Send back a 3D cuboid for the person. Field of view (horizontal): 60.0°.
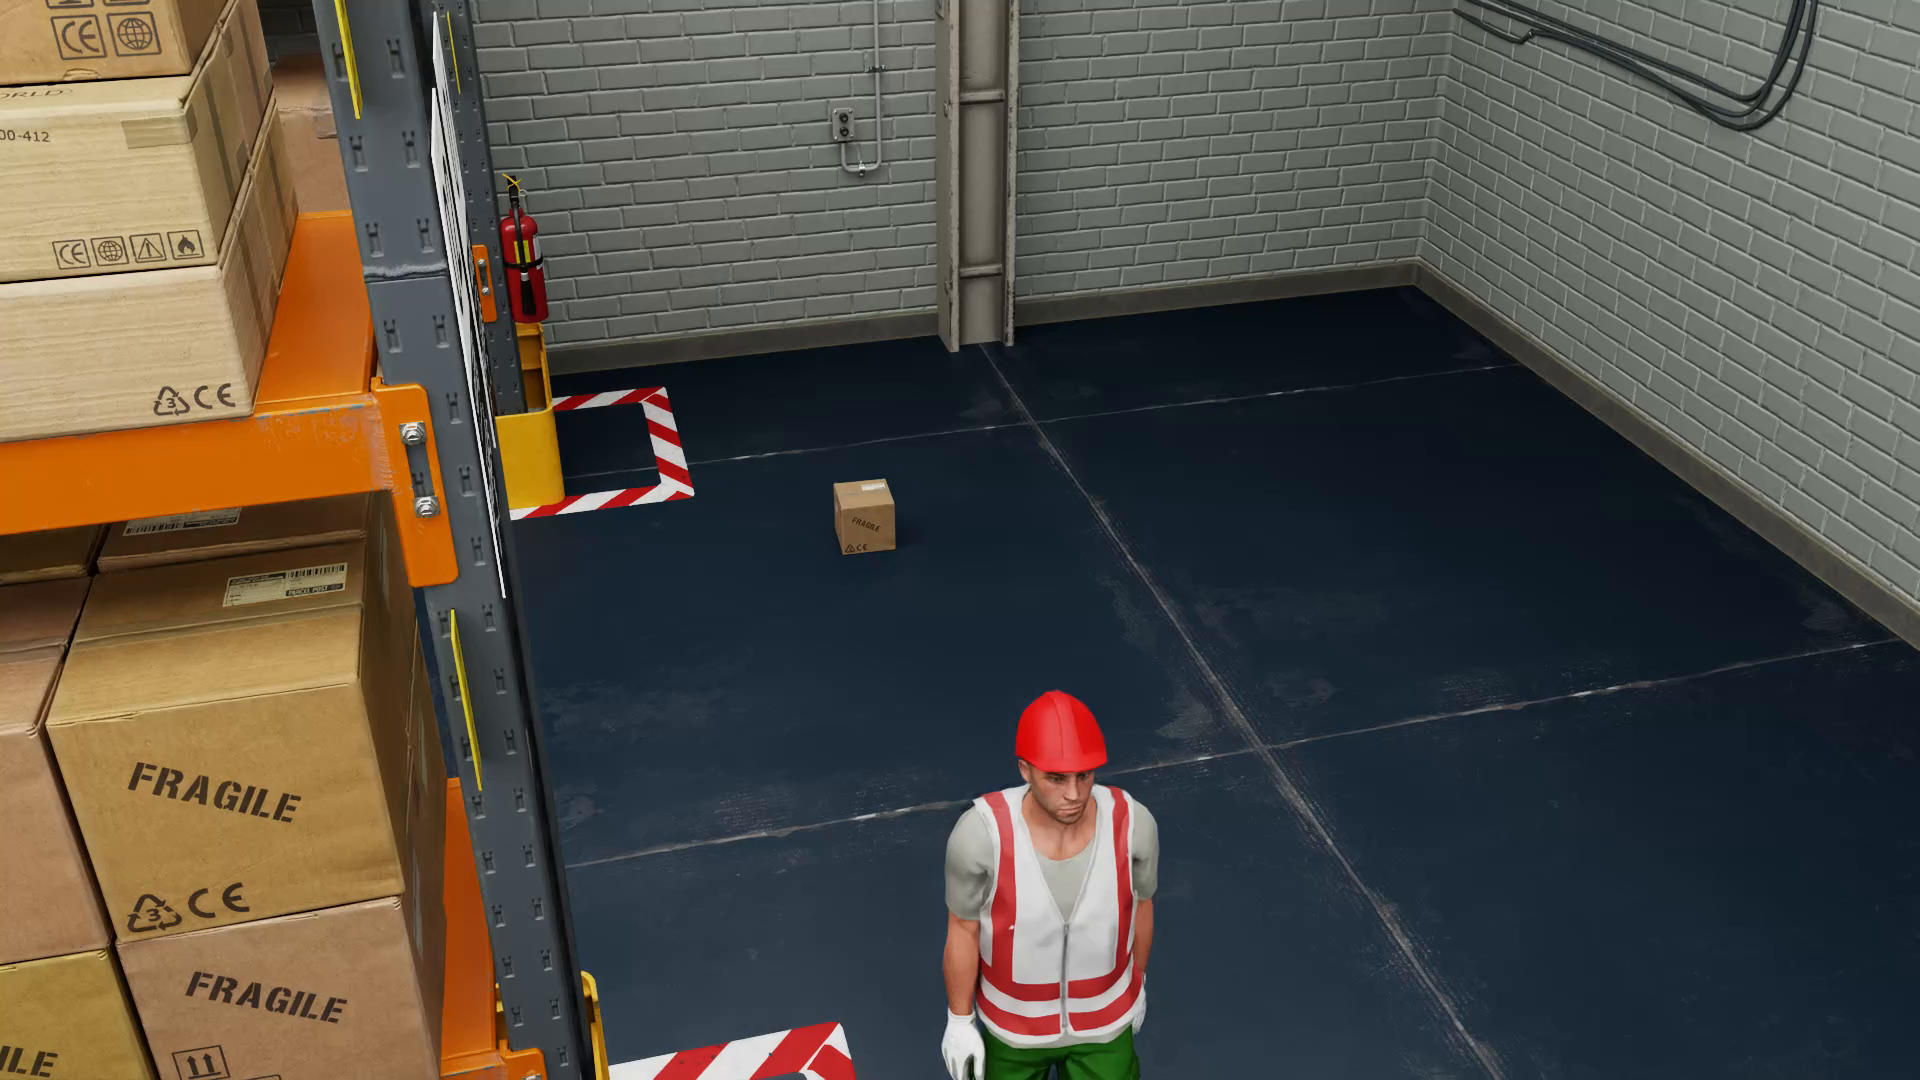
[{"bbox_3d":[0.216,1.134,4.118,0.539,1.772,0.742,-2,30,-4],"label":"person"}]
